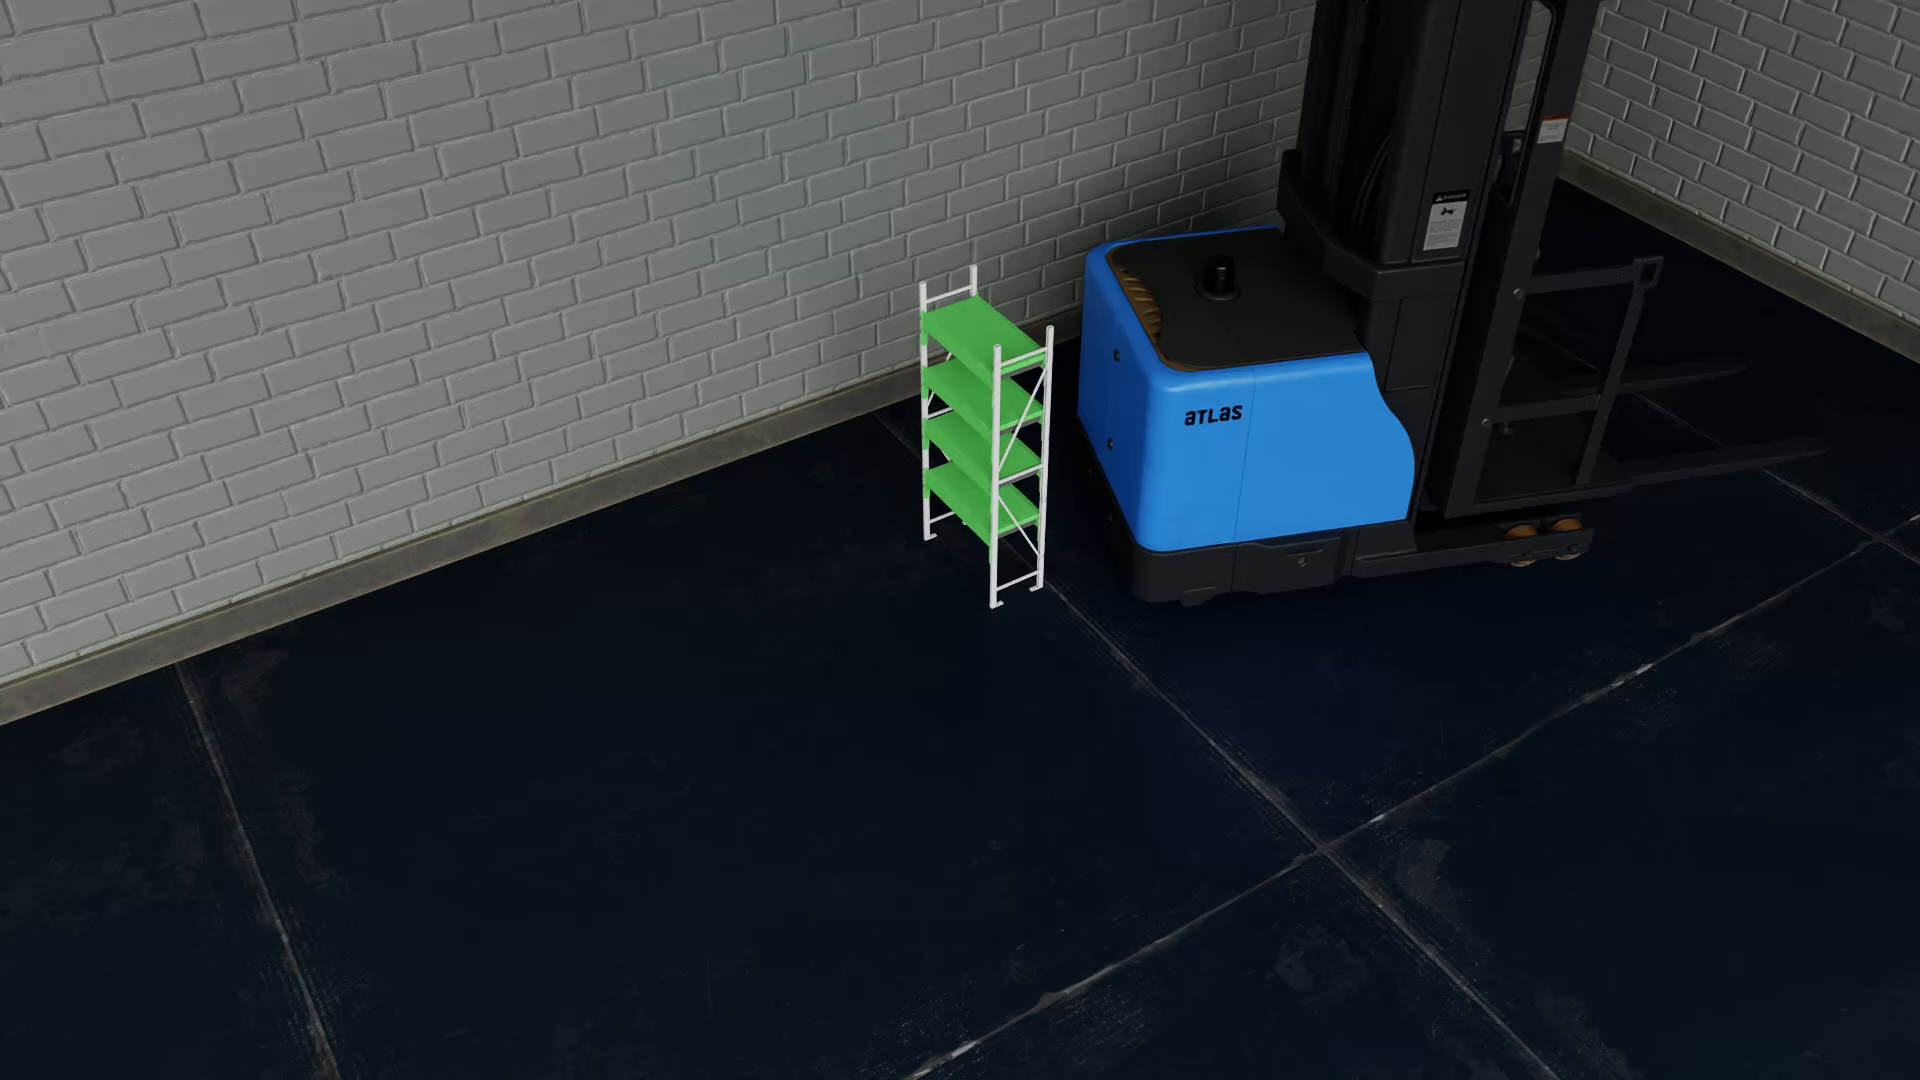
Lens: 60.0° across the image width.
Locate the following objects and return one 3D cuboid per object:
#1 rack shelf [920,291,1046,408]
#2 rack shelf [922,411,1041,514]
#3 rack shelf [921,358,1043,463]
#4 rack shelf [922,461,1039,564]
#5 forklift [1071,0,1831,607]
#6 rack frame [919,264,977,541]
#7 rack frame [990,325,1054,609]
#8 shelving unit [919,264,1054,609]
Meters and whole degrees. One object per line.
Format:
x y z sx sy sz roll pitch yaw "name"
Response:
0.089 -0.691 5.992 0.258 0.148 0.480 -22 45 -24 "rack shelf"
0.089 -0.323 6.300 0.258 0.148 0.480 -22 45 -24 "rack shelf"
0.089 -0.507 6.146 0.258 0.148 0.480 -22 45 -24 "rack shelf"
0.089 -0.138 6.453 0.258 0.148 0.480 -22 45 -24 "rack shelf"
2.044 -1.346 6.075 3.031 2.935 1.130 -8 40 -9 "forklift"
-0.042 -0.503 6.417 0.240 1.200 0.015 -22 45 -24 "rack frame"
0.220 -0.240 6.101 0.240 1.200 0.015 -22 45 -24 "rack frame"
0.089 -0.372 6.259 0.258 1.200 0.503 -22 45 -24 "shelving unit"
